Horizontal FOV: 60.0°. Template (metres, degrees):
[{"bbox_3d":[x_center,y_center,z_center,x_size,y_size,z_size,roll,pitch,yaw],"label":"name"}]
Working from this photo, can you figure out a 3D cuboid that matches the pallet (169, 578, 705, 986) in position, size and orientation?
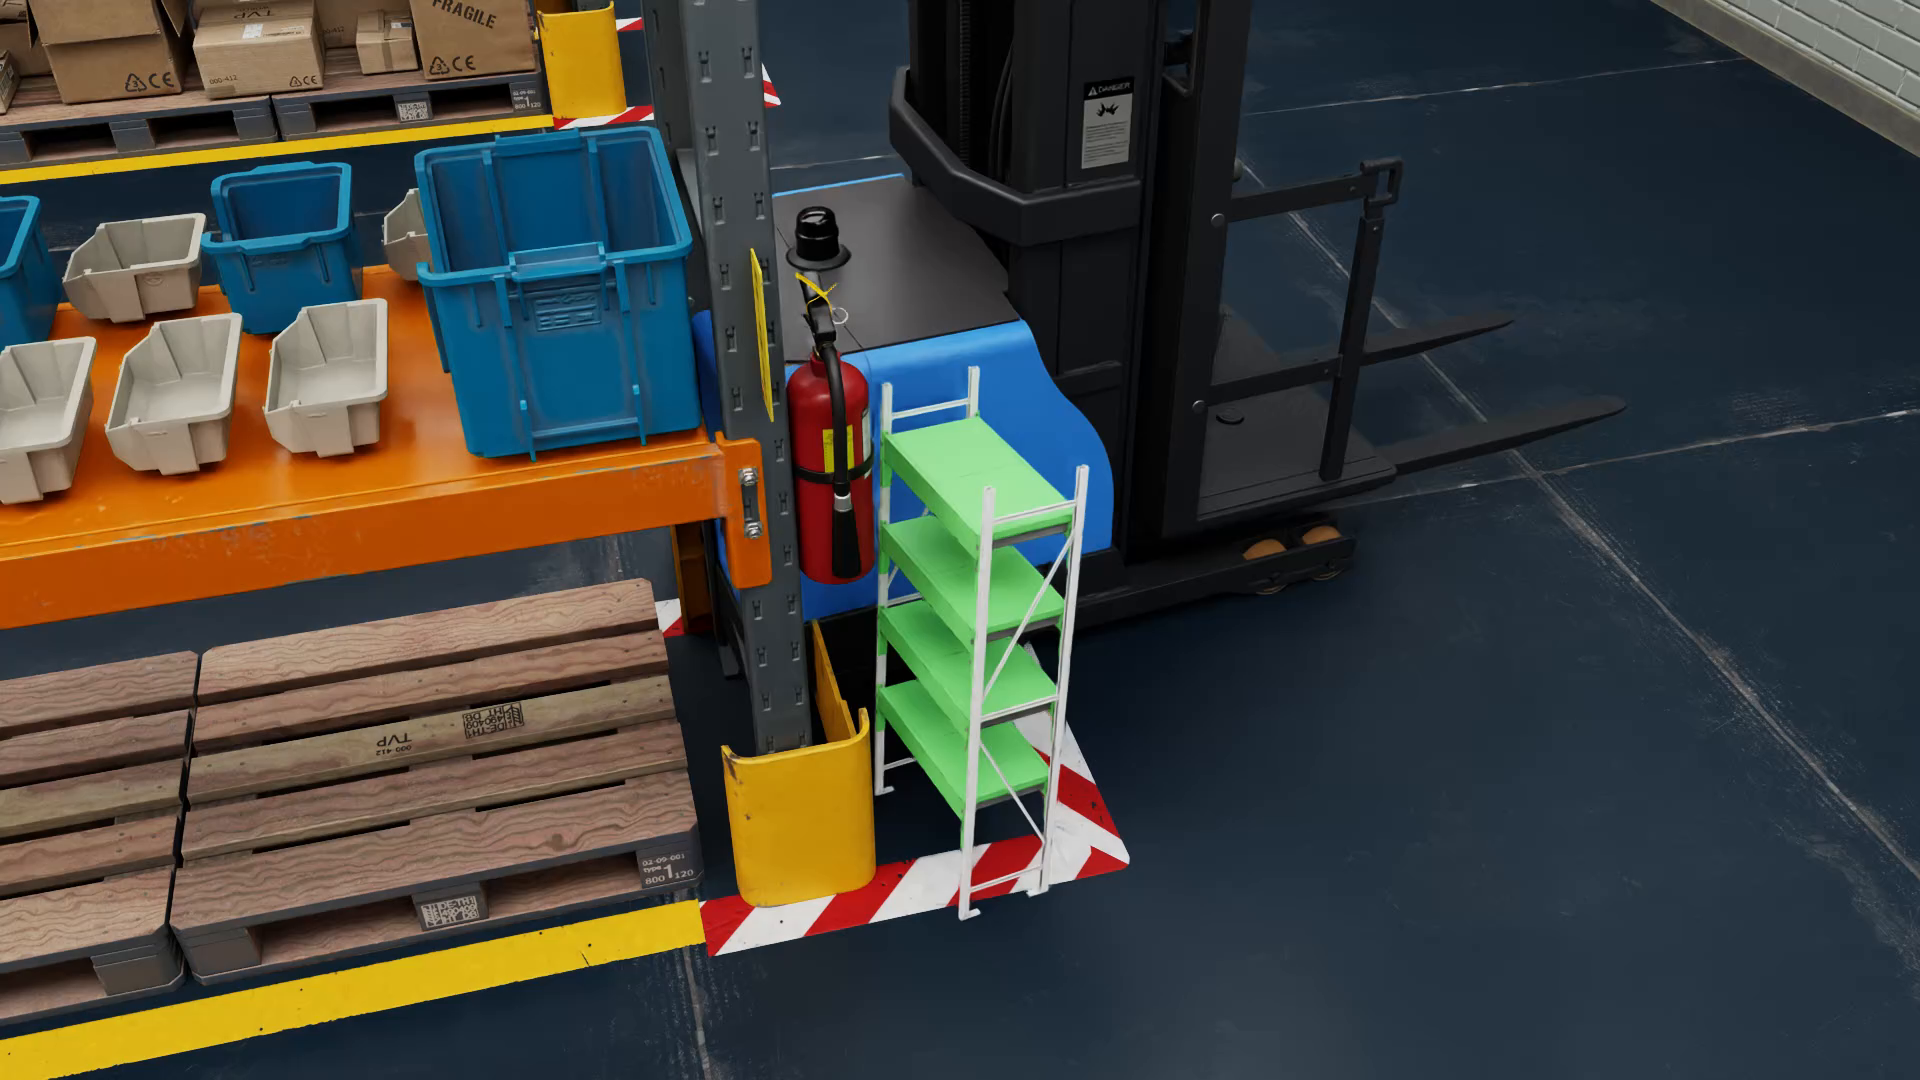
[{"bbox_3d":[-1.340,0.576,4.324,1.213,0.211,1.003,-9,38,-12],"label":"pallet"}]

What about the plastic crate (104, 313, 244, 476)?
[{"bbox_3d":[-1.557,-0.286,3.323,0.243,0.136,0.396,-9,38,-12],"label":"plastic crate"}]

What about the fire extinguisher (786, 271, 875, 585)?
[{"bbox_3d":[-0.269,-0.218,3.437,0.183,0.674,0.296,-9,38,-12],"label":"fire extinguisher"}]

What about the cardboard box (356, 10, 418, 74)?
[{"bbox_3d":[-2.697,-2.353,7.827,0.250,0.166,0.380,-9,38,-12],"label":"cardboard box"}]

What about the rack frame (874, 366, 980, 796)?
[{"bbox_3d":[-0.090,0.135,4.071,0.240,1.200,0.015,-13,36,-24],"label":"rack frame"}]

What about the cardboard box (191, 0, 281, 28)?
[{"bbox_3d":[-3.386,-2.550,8.016,0.500,0.250,0.500,-9,38,-12],"label":"cardboard box"}]

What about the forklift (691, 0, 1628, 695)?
[{"bbox_3d":[0.665,-1.284,4.517,3.031,2.935,1.130,-13,39,-17],"label":"forklift"}]

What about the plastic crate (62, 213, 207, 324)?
[{"bbox_3d":[-1.844,-0.603,3.737,0.298,0.136,0.250,-9,38,-12],"label":"plastic crate"}]

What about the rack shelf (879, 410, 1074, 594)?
[{"bbox_3d":[0.038,-0.094,3.667,0.258,0.148,0.480,-13,36,-24],"label":"rack shelf"}]

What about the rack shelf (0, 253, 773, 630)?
[{"bbox_3d":[-2.464,-0.037,3.422,4.000,0.370,1.077,-9,38,-12],"label":"rack shelf"}]

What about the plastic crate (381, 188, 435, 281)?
[{"bbox_3d":[-1.189,-0.711,3.878,0.298,0.136,0.250,-9,38,-12],"label":"plastic crate"}]

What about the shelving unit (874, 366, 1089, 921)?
[{"bbox_3d":[0.020,0.256,3.891,0.258,1.200,0.503,-13,36,-24],"label":"shelving unit"}]

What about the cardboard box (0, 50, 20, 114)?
[{"bbox_3d":[-4.389,-2.044,7.423,0.250,0.166,0.380,-9,38,-12],"label":"cardboard box"}]

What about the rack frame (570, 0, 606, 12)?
[{"bbox_3d":[-1.821,-3.546,7.416,0.127,3.000,1.000,-9,38,-12],"label":"rack frame"}]

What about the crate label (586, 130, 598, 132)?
[{"bbox_3d":[-0.858,-0.751,3.851,0.303,0.233,0.416,-9,38,-12],"label":"crate label"}]

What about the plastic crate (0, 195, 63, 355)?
[{"bbox_3d":[-2.129,-0.543,3.579,0.300,0.233,0.416,-9,38,-12],"label":"plastic crate"}]

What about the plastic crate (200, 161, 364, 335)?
[{"bbox_3d":[-1.493,-0.647,3.715,0.300,0.233,0.416,-9,38,-12],"label":"plastic crate"}]

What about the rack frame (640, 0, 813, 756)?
[{"bbox_3d":[-0.534,-0.640,3.618,0.127,3.000,1.000,-9,38,-12],"label":"rack frame"}]

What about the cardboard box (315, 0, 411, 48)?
[{"bbox_3d":[-2.903,-2.630,8.120,0.500,0.250,0.500,-9,38,-12],"label":"cardboard box"}]

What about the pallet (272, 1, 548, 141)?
[{"bbox_3d":[-2.664,-2.299,8.082,1.213,0.211,1.003,-9,38,-12],"label":"pallet"}]

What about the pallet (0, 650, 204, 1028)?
[{"bbox_3d":[-2.515,0.767,4.074,1.213,0.211,1.003,-9,38,-12],"label":"pallet"}]

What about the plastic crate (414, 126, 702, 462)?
[{"bbox_3d":[-0.808,-0.515,3.376,0.499,0.435,0.616,-9,38,-12],"label":"plastic crate"}]

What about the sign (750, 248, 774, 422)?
[{"bbox_3d":[-0.374,-0.384,3.149,0.005,0.325,0.100,-9,38,-12],"label":"sign"}]

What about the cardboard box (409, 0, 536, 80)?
[{"bbox_3d":[-2.282,-2.497,7.741,0.500,0.500,0.500,-9,38,-12],"label":"cardboard box"}]

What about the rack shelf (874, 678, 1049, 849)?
[{"bbox_3d":[0.007,0.512,4.054,0.258,0.148,0.480,-13,36,-24],"label":"rack shelf"}]

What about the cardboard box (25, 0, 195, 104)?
[{"bbox_3d":[-3.871,-2.396,7.606,0.637,0.503,0.797,-9,38,-12],"label":"cardboard box"}]

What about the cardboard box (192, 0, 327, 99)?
[{"bbox_3d":[-3.207,-2.265,7.643,0.500,0.250,0.500,-9,38,-12],"label":"cardboard box"}]

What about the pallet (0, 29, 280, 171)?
[{"bbox_3d":[-3.840,-2.108,7.832,1.213,0.211,1.003,-9,38,-12],"label":"pallet"}]

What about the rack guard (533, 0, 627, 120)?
[{"bbox_3d":[-1.895,-2.541,8.160,0.348,0.500,1.175,-9,38,-12],"label":"rack guard"}]

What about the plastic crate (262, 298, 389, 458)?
[{"bbox_3d":[-1.274,-0.323,3.372,0.243,0.136,0.396,-9,38,-12],"label":"plastic crate"}]

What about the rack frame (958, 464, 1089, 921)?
[{"bbox_3d":[0.131,0.378,3.710,0.240,1.200,0.015,-13,36,-24],"label":"rack frame"}]

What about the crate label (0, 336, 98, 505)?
[{"bbox_3d":[-1.820,-0.228,3.246,0.243,0.136,0.396,-9,38,-12],"label":"crate label"}]

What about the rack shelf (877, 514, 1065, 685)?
[{"bbox_3d":[0.028,0.108,3.796,0.258,0.148,0.480,-13,36,-24],"label":"rack shelf"}]

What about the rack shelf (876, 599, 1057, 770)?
[{"bbox_3d":[0.018,0.310,3.925,0.258,0.148,0.480,-13,36,-24],"label":"rack shelf"}]

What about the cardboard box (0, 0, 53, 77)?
[{"bbox_3d":[-4.483,-2.394,7.762,0.500,0.311,0.500,-9,38,-12],"label":"cardboard box"}]

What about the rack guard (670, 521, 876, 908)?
[{"bbox_3d":[-0.514,0.342,4.392,0.348,0.500,1.175,-9,38,-12],"label":"rack guard"}]
